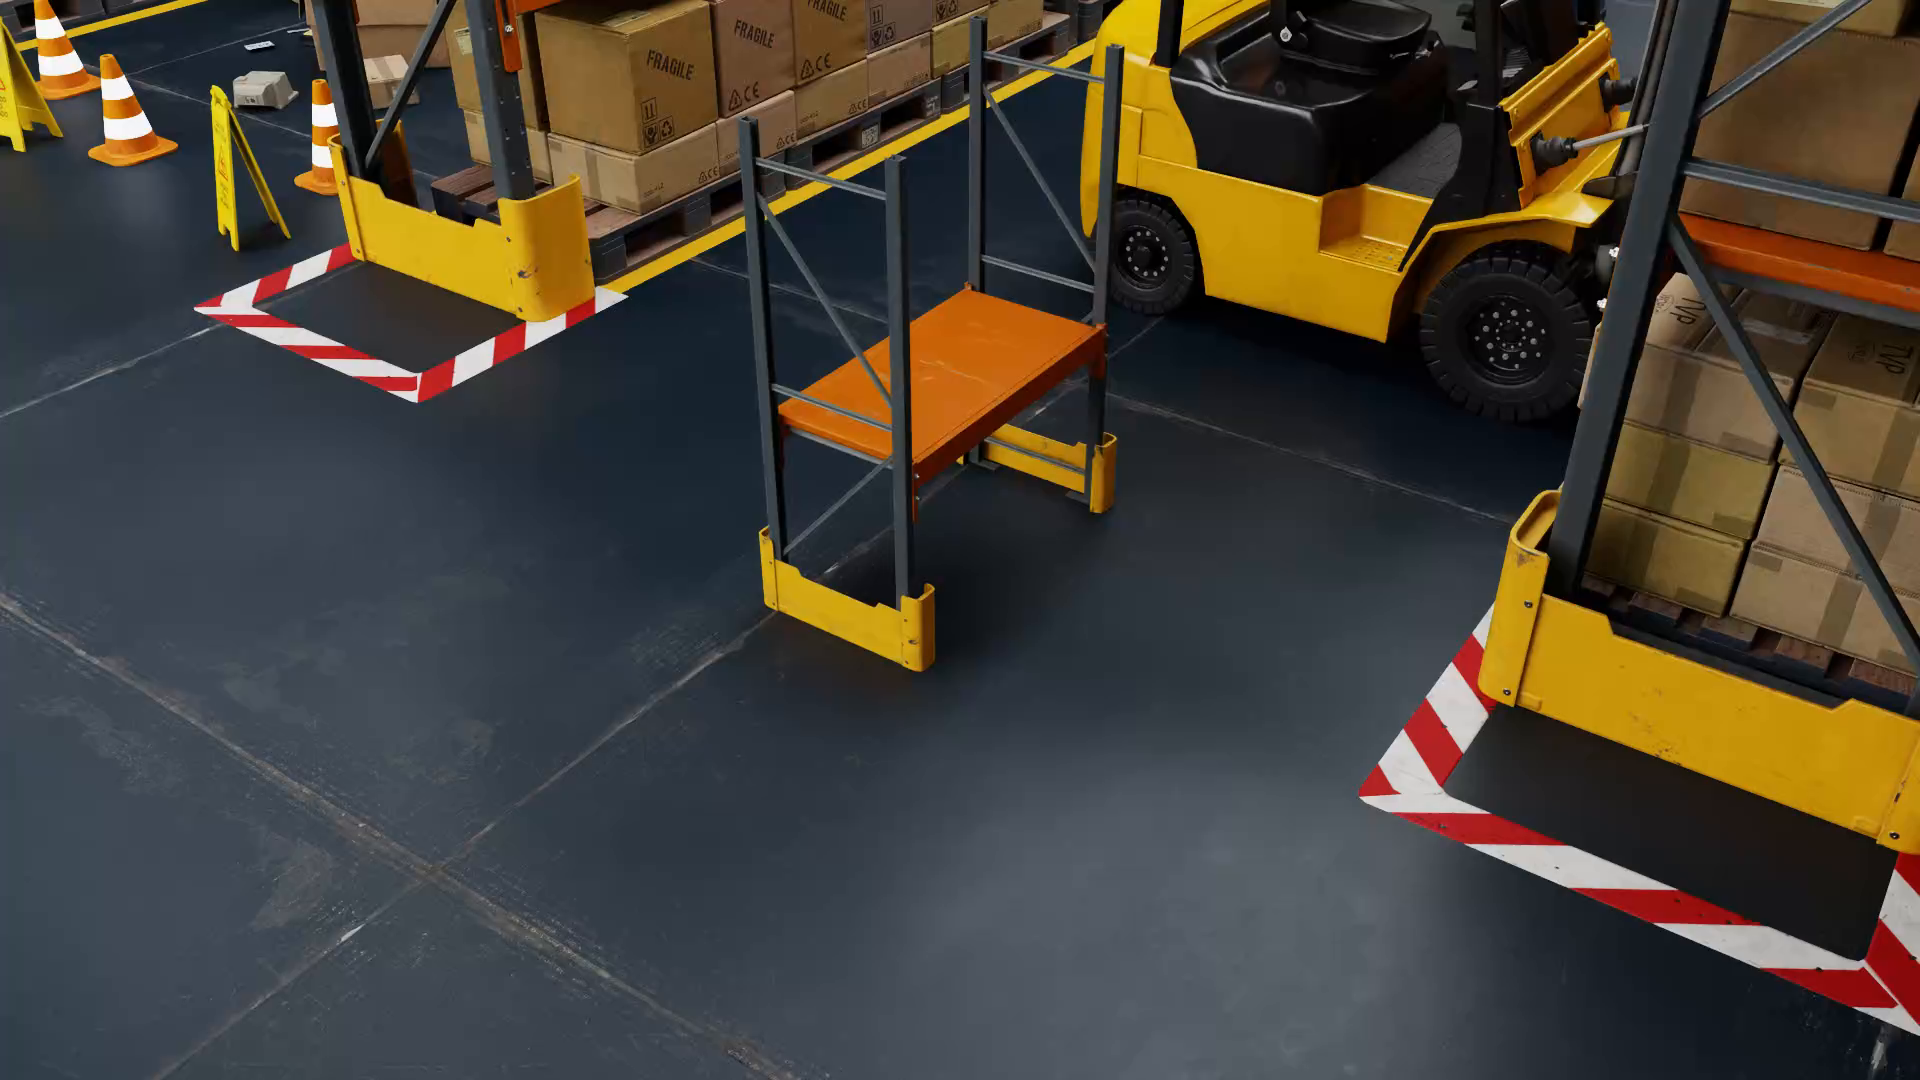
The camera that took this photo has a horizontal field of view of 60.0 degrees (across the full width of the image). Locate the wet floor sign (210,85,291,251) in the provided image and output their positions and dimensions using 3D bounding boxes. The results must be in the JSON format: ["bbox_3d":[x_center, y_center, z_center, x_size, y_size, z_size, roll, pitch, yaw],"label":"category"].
[{"bbox_3d":[-3.054,-1.590,7.025,0.232,0.644,0.267,-22,40,-29],"label":"wet floor sign"}]

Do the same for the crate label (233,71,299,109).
[{"bbox_3d":[-3.590,-2.314,8.550,0.250,0.136,0.298,3,34,4],"label":"crate label"}]

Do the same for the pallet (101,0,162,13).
[{"bbox_3d":[-5.103,-3.642,10.447,1.003,0.211,1.213,21,39,28],"label":"pallet"}]

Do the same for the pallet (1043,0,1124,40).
[{"bbox_3d":[0.657,-3.355,10.023,1.003,0.211,1.213,21,39,28],"label":"pallet"}]

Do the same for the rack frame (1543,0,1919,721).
[{"bbox_3d":[2.013,-0.727,3.647,1.000,3.000,0.127,21,39,28],"label":"rack frame"}]

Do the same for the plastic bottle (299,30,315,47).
[{"bbox_3d":[-3.616,-2.878,9.451,0.133,0.061,0.283,8,35,12],"label":"plastic bottle"}]

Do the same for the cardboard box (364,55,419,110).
[{"bbox_3d":[-2.979,-2.378,8.633,0.250,0.149,0.380,-15,37,-21],"label":"cardboard box"}]

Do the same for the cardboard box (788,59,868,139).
[{"bbox_3d":[-0.782,-2.116,7.781,0.500,0.250,0.500,24,41,31],"label":"cardboard box"}]

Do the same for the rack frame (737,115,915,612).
[{"bbox_3d":[-0.338,-0.348,4.426,0.500,1.500,0.032,21,39,28],"label":"rack frame"}]

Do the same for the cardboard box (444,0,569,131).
[{"bbox_3d":[-1.824,-2.108,7.100,0.500,0.500,0.500,22,40,28],"label":"cardboard box"}]

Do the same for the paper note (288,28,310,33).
[{"bbox_3d":[-3.810,-2.937,9.584,0.123,0.001,0.032,-15,37,-21],"label":"paper note"}]

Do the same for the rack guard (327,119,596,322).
[{"bbox_3d":[-2.023,-1.310,6.741,1.175,0.500,0.348,21,39,28],"label":"rack guard"}]

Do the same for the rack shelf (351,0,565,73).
[{"bbox_3d":[-0.926,-2.933,7.552,1.077,0.370,4.000,21,39,28],"label":"rack shelf"}]

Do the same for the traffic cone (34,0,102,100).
[{"bbox_3d":[-4.722,-2.585,8.660,0.336,0.463,0.334,21,39,28],"label":"traffic cone"}]

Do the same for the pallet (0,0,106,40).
[{"bbox_3d":[-5.799,-3.083,9.621,1.003,0.211,1.213,21,39,28],"label":"pallet"}]

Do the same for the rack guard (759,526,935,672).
[{"bbox_3d":[-0.327,0.161,4.789,0.587,0.250,0.087,21,39,28],"label":"rack guard"}]

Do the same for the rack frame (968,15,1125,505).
[{"bbox_3d":[0.241,-0.816,5.118,0.500,1.500,0.032,21,39,28],"label":"rack frame"}]

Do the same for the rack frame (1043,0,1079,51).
[{"bbox_3d":[0.214,-4.152,8.711,1.000,3.000,0.127,21,39,28],"label":"rack frame"}]

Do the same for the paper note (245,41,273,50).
[{"bbox_3d":[-3.926,-2.775,9.327,0.142,0.017,0.144,-22,40,-29],"label":"paper note"}]

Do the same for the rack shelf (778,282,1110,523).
[{"bbox_3d":[-0.049,-0.433,4.873,0.538,0.185,1.000,21,39,28],"label":"rack shelf"}]

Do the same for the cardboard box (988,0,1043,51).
[{"bbox_3d":[0.098,-2.829,8.835,0.500,0.250,0.500,23,40,30],"label":"cardboard box"}]

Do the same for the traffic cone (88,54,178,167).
[{"bbox_3d":[-3.987,-2.068,7.895,0.336,0.463,0.334,21,39,28],"label":"traffic cone"}]

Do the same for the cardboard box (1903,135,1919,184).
[{"bbox_3d":[2.381,-1.315,4.427,0.500,0.500,0.500,23,40,30],"label":"cardboard box"}]

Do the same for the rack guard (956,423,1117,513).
[{"bbox_3d":[0.240,-0.298,5.467,0.587,0.250,0.087,21,39,28],"label":"rack guard"}]

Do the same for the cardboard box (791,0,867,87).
[{"bbox_3d":[-0.779,-2.421,7.562,0.500,0.500,0.500,22,40,29],"label":"cardboard box"}]

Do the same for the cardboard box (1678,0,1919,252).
[{"bbox_3d":[2.078,-1.079,4.078,0.500,0.500,0.500,20,39,27],"label":"cardboard box"}]

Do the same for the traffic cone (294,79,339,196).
[{"bbox_3d":[-2.881,-1.870,7.602,0.336,0.463,0.334,21,39,28],"label":"traffic cone"}]

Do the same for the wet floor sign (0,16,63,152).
[{"bbox_3d":[-4.581,-2.224,7.963,0.267,0.644,0.232,14,37,20],"label":"wet floor sign"}]

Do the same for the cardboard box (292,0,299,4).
[{"bbox_3d":[-3.952,-3.609,10.139,0.500,0.500,0.500,29,44,36],"label":"cardboard box"}]

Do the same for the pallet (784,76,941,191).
[{"bbox_3d":[-0.835,-2.112,8.185,1.003,0.211,1.213,21,39,28],"label":"pallet"}]

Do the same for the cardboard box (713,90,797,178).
[{"bbox_3d":[-1.082,-1.861,7.404,0.500,0.250,0.500,23,40,30],"label":"cardboard box"}]

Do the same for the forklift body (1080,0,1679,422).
[{"bbox_3d":[1.596,-1.831,6.037,2.313,2.155,1.214,21,39,28],"label":"forklift body"}]

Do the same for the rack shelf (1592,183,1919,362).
[{"bbox_3d":[3.153,-1.349,5.210,1.077,0.370,4.000,21,39,28],"label":"rack shelf"}]

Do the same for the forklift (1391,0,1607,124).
[{"bbox_3d":[2.220,-3.304,7.520,1.130,2.935,3.031,21,39,28],"label":"forklift"}]

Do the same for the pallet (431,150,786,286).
[{"bbox_3d":[-1.531,-1.553,7.358,1.003,0.211,1.213,21,39,28],"label":"pallet"}]

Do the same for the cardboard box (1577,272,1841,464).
[{"bbox_3d":[2.019,-0.488,4.480,0.500,0.250,0.500,23,40,30],"label":"cardboard box"}]

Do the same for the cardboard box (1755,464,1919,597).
[{"bbox_3d":[2.452,-0.119,4.382,0.500,0.250,0.500,22,40,29],"label":"cardboard box"}]

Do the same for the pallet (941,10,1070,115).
[{"bbox_3d":[-0.140,-2.676,9.019,1.003,0.211,1.213,21,39,28],"label":"pallet"}]

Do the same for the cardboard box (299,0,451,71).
[{"bbox_3d":[-3.145,-2.894,9.080,0.797,0.503,0.637,-3,34,-4],"label":"cardboard box"}]

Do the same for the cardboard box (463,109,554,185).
[{"bbox_3d":[-1.813,-1.815,7.335,0.500,0.250,0.500,21,39,28],"label":"cardboard box"}]

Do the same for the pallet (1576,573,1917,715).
[{"bbox_3d":[2.415,0.063,4.969,1.003,0.211,1.213,21,39,28],"label":"pallet"}]

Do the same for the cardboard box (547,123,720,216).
[{"bbox_3d":[-1.380,-1.629,7.060,0.500,0.250,0.500,21,39,28],"label":"cardboard box"}]

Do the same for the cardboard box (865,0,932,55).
[{"bbox_3d":[-0.481,-2.669,7.930,0.500,0.500,0.500,24,41,31],"label":"cardboard box"}]

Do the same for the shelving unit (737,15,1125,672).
[{"bbox_3d":[-0.043,-0.586,4.778,0.587,1.500,1.083,21,39,28],"label":"shelving unit"}]

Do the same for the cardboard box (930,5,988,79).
[{"bbox_3d":[-0.198,-2.580,8.468,0.500,0.250,0.500,20,39,27],"label":"cardboard box"}]

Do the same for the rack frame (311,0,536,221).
[{"bbox_3d":[-2.067,-2.311,5.989,1.000,3.000,0.127,21,39,28],"label":"rack frame"}]

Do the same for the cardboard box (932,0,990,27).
[{"bbox_3d":[-0.191,-2.904,8.277,0.500,0.500,0.500,22,40,29],"label":"cardboard box"}]

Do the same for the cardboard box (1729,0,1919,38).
[{"bbox_3d":[1.981,-1.286,3.806,0.380,0.149,0.250,22,40,29],"label":"cardboard box"}]

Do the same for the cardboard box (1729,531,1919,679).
[{"bbox_3d":[2.454,0.075,4.542,0.500,0.250,0.500,21,40,28],"label":"cardboard box"}]

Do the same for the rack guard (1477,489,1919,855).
[{"bbox_3d":[1.999,0.320,4.331,1.175,0.500,0.348,21,39,28],"label":"rack guard"}]

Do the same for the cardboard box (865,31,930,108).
[{"bbox_3d":[-0.491,-2.348,8.124,0.500,0.250,0.500,22,40,29],"label":"cardboard box"}]

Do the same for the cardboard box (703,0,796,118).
[{"bbox_3d":[-1.072,-2.192,7.224,0.500,0.500,0.500,20,39,27],"label":"cardboard box"}]

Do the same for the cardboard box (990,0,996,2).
[{"bbox_3d":[0.097,-3.139,8.624,0.500,0.500,0.500,21,39,28],"label":"cardboard box"}]

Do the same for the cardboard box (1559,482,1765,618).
[{"bbox_3d":[2.021,-0.079,4.769,0.500,0.250,0.500,22,40,28],"label":"cardboard box"}]

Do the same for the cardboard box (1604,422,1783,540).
[{"bbox_3d":[2.034,-0.293,4.639,0.500,0.250,0.500,21,39,28],"label":"cardboard box"}]

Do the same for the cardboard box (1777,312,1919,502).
[{"bbox_3d":[2.443,-0.337,4.257,0.500,0.250,0.500,21,39,28],"label":"cardboard box"}]

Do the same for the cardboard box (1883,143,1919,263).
[{"bbox_3d":[2.524,-0.908,3.825,0.500,0.500,0.500,23,40,30],"label":"cardboard box"}]

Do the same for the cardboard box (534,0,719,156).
[{"bbox_3d":[-1.367,-1.950,6.867,0.500,0.500,0.500,20,39,27],"label":"cardboard box"}]
